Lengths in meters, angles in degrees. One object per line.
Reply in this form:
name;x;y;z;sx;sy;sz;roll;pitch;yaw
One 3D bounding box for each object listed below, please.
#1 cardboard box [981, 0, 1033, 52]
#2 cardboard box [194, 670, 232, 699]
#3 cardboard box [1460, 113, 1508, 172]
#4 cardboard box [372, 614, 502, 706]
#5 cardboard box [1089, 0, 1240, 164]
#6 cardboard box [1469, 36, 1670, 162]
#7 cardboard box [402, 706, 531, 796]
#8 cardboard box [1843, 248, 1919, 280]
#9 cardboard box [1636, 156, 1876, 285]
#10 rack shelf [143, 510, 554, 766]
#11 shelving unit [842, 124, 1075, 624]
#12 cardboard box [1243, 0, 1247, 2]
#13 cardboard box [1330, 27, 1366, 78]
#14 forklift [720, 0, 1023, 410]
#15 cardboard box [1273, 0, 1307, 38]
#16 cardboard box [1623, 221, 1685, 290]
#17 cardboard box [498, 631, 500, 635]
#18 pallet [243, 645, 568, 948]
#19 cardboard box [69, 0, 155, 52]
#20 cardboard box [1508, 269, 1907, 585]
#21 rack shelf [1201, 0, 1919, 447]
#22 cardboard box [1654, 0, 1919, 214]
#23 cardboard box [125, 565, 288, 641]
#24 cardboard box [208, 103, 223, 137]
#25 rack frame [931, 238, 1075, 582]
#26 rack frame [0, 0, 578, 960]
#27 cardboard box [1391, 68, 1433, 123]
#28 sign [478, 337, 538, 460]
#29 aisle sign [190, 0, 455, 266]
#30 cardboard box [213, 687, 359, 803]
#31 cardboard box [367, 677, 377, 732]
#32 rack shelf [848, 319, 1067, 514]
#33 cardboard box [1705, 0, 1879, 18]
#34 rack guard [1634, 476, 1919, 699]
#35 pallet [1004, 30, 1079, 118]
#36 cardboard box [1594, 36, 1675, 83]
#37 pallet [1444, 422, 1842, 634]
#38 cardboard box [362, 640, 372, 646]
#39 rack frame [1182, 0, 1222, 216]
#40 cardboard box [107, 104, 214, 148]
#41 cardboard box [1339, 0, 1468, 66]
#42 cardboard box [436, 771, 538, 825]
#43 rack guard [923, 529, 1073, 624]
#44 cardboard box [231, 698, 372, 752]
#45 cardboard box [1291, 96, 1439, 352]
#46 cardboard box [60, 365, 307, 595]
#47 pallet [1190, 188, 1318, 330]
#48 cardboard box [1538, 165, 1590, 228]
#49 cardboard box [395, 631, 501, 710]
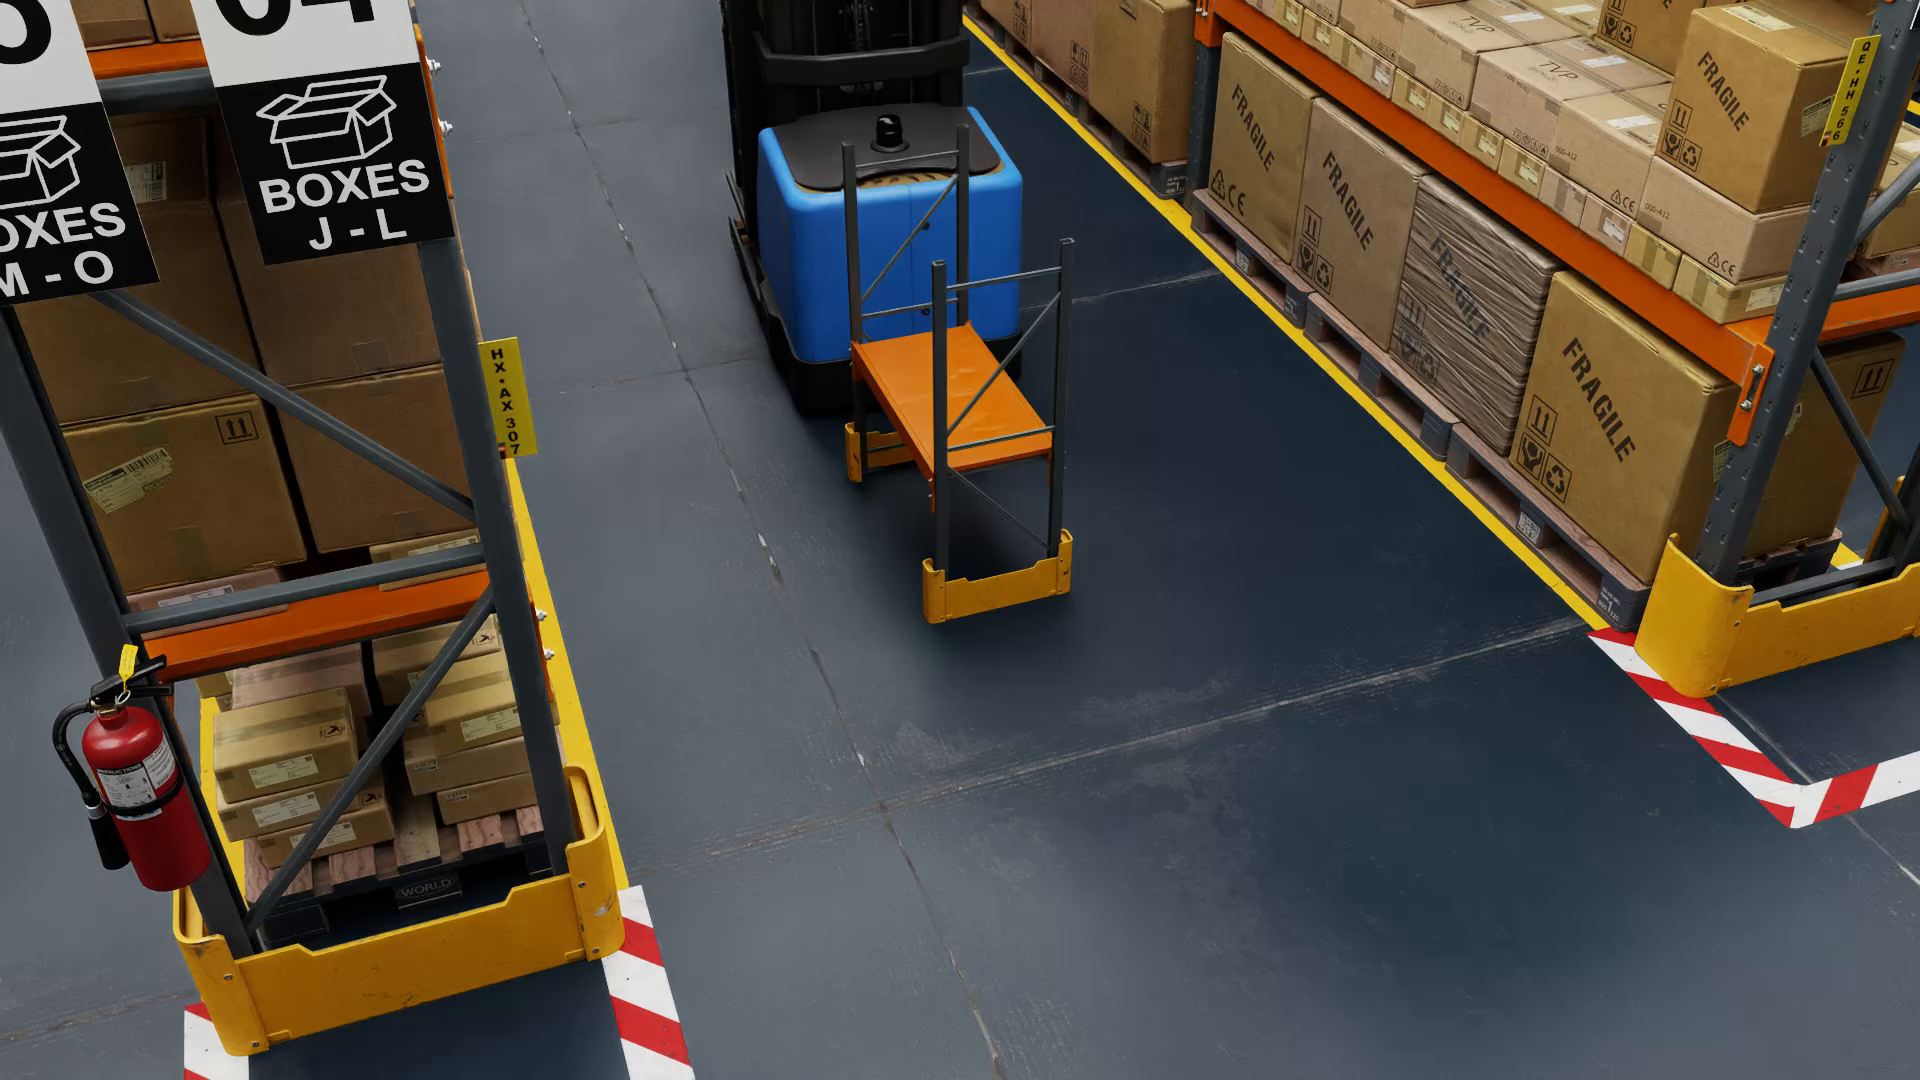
cardboard box;0.862;-3.786;10.700;1.225;0.875;0.875;-12;39;-16
cardboard box;-2.256;0.336;5.337;0.380;0.149;0.250;-13;39;-17
cardboard box;2.223;-1.603;6.593;0.380;0.149;0.250;-12;39;-16
cardboard box;-1.664;0.359;5.306;0.380;0.149;0.250;-12;39;-15
cardboard box;1.482;-2.783;9.368;1.225;0.875;0.875;-12;39;-16
cardboard box;2.332;-1.699;6.389;0.500;0.250;0.500;-14;39;-17
cardboard box;-1.534;0.626;5.199;0.380;0.149;0.250;-11;38;-14
cardboard box;3.285;-1.015;5.814;0.380;0.149;0.250;-12;39;-15
cardboard box;2.681;-1.125;5.627;0.500;0.250;0.500;-13;39;-17
rack shelf;-2.283;-0.719;5.810;1.077;0.370;4.000;-12;39;-16
shelving unit;-0.026;-0.642;6.356;0.587;1.500;1.083;-12;39;-16
cardboard box;1.510;-2.770;8.143;0.380;0.149;0.250;-12;39;-16
cardboard box;1.872;-2.180;7.360;0.380;0.149;0.250;-13;39;-17
forklift;-0.589;-2.639;7.818;1.130;2.935;3.031;-9;38;-12
cardboard box;1.692;-2.473;7.749;0.380;0.149;0.250;-11;38;-14
cardboard box;2.575;-1.026;5.828;0.380;0.149;0.250;-12;39;-15
cardboard box;-1.742;0.340;5.579;0.380;0.149;0.250;-12;39;-15
pallet;-1.867;0.728;5.609;1.003;0.211;1.213;-12;39;-16
cardboard box;-1.999;-1.217;3.505;0.500;0.250;0.500;-13;39;-17
cardboard box;2.802;-0.511;6.352;0.875;0.875;0.875;-12;39;-16
rack shelf;2.409;-1.689;7.097;1.077;0.370;4.000;-12;39;-16
cardboard box;2.683;-1.426;5.404;0.500;0.500;0.500;-12;39;-15
cardboard box;-1.972;0.098;4.336;0.380;0.149;0.250;-12;39;-16
cardboard box;-1.679;-1.027;4.459;0.500;0.500;0.500;-11;38;-15
rack frame;0.146;-0.360;5.982;0.500;1.500;0.032;-12;39;-16
rack frame;-1.594;0.123;4.094;1.000;3.000;0.127;-12;39;-16
cardboard box;2.048;-1.890;6.975;0.380;0.149;0.250;-14;39;-17
sign;-1.085;-0.335;3.982;0.100;0.325;0.005;-12;39;-16
aisle sign;-1.288;-0.936;3.339;0.394;0.787;0.004;-12;39;-16
cardboard box;-2.015;0.610;4.973;0.380;0.149;0.250;-12;39;-15
cardboard box;-2.165;0.548;5.549;0.380;0.149;0.250;-13;39;-16
rack shelf;-0.029;-0.504;6.471;0.538;0.185;1.000;-12;39;-16
cardboard box;3.014;-1.815;5.920;0.500;0.500;0.500;-13;39;-17
rack guard;3.106;0.165;6.115;1.175;0.500;0.348;-12;39;-16
pallet;0.961;-3.103;10.694;1.003;0.211;1.213;-12;39;-16
cardboard box;2.831;-1.810;6.537;0.500;0.250;0.500;-14;39;-17
pallet;2.749;-0.168;6.798;1.003;0.211;1.213;-12;39;-16
cardboard box;-2.220;0.270;5.672;0.380;0.149;0.250;-13;39;-16
rack frame;1.721;-3.106;8.381;1.000;3.000;0.127;-12;39;-16
cardboard box;-2.160;-0.928;4.328;0.500;0.500;0.500;-14;39;-17
cardboard box;1.987;-2.272;7.151;0.500;0.250;0.500;-12;38;-15
cardboard box;-1.474;0.732;5.306;0.380;0.149;0.250;-12;39;-15
rack guard;0.145;0.138;6.358;0.587;0.250;0.087;-12;39;-16
cardboard box;-2.083;0.577;5.264;0.380;0.149;0.250;-13;39;-17
cardboard box;2.183;-1.528;7.702;0.875;0.875;0.875;-12;39;-16
cardboard box;-1.991;-0.236;4.240;0.500;0.500;0.500;-12;39;-15
pallet;1.909;-1.547;8.628;1.003;0.211;1.213;-12;39;-16
cardboard box;2.404;-1.310;6.205;0.380;0.149;0.250;-12;39;-15
cardboard box;-1.733;0.462;5.664;0.380;0.149;0.250;-12;39;-15
